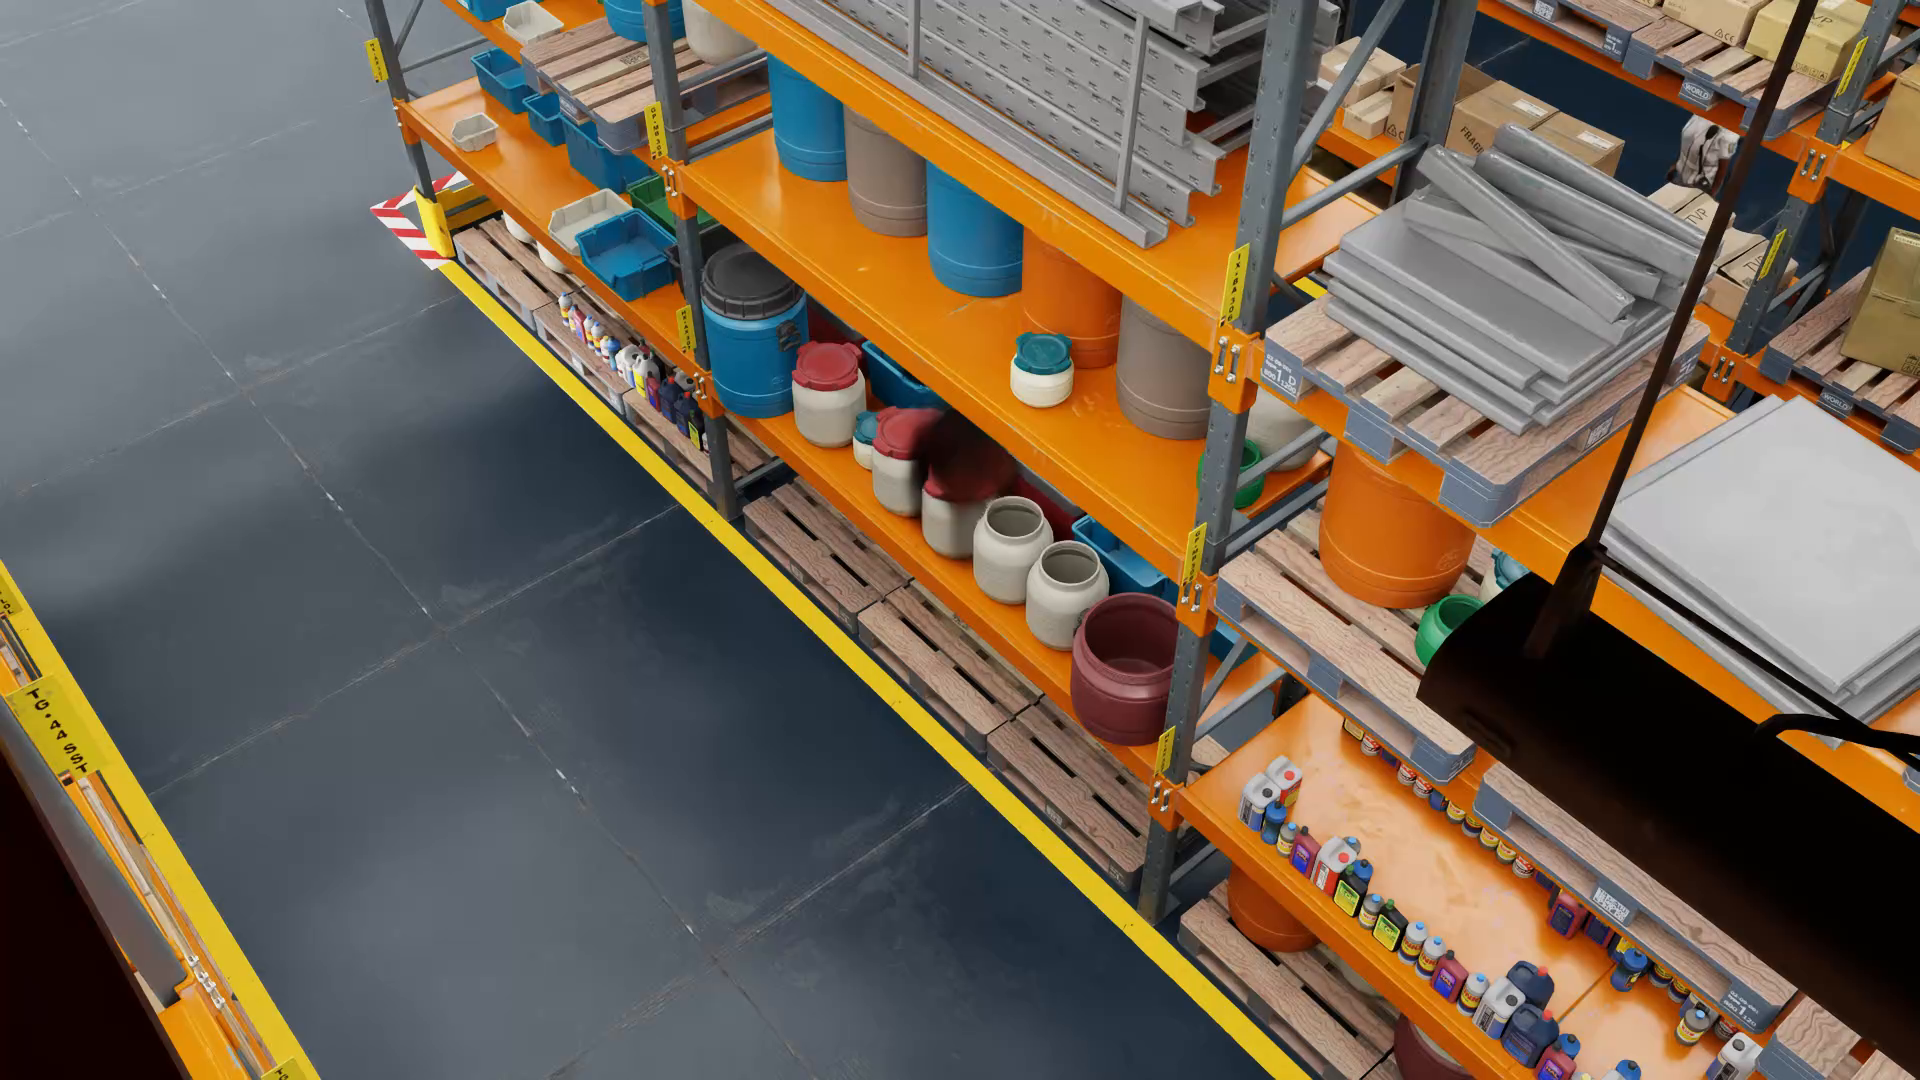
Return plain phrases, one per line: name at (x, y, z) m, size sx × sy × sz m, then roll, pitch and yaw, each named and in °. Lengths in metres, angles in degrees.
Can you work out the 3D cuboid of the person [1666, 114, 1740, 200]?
person at (5.466, -2.661, 12.386) m, size 0.360 × 1.708 × 0.533 m, roll 0°, pitch 46°, yaw 0°
